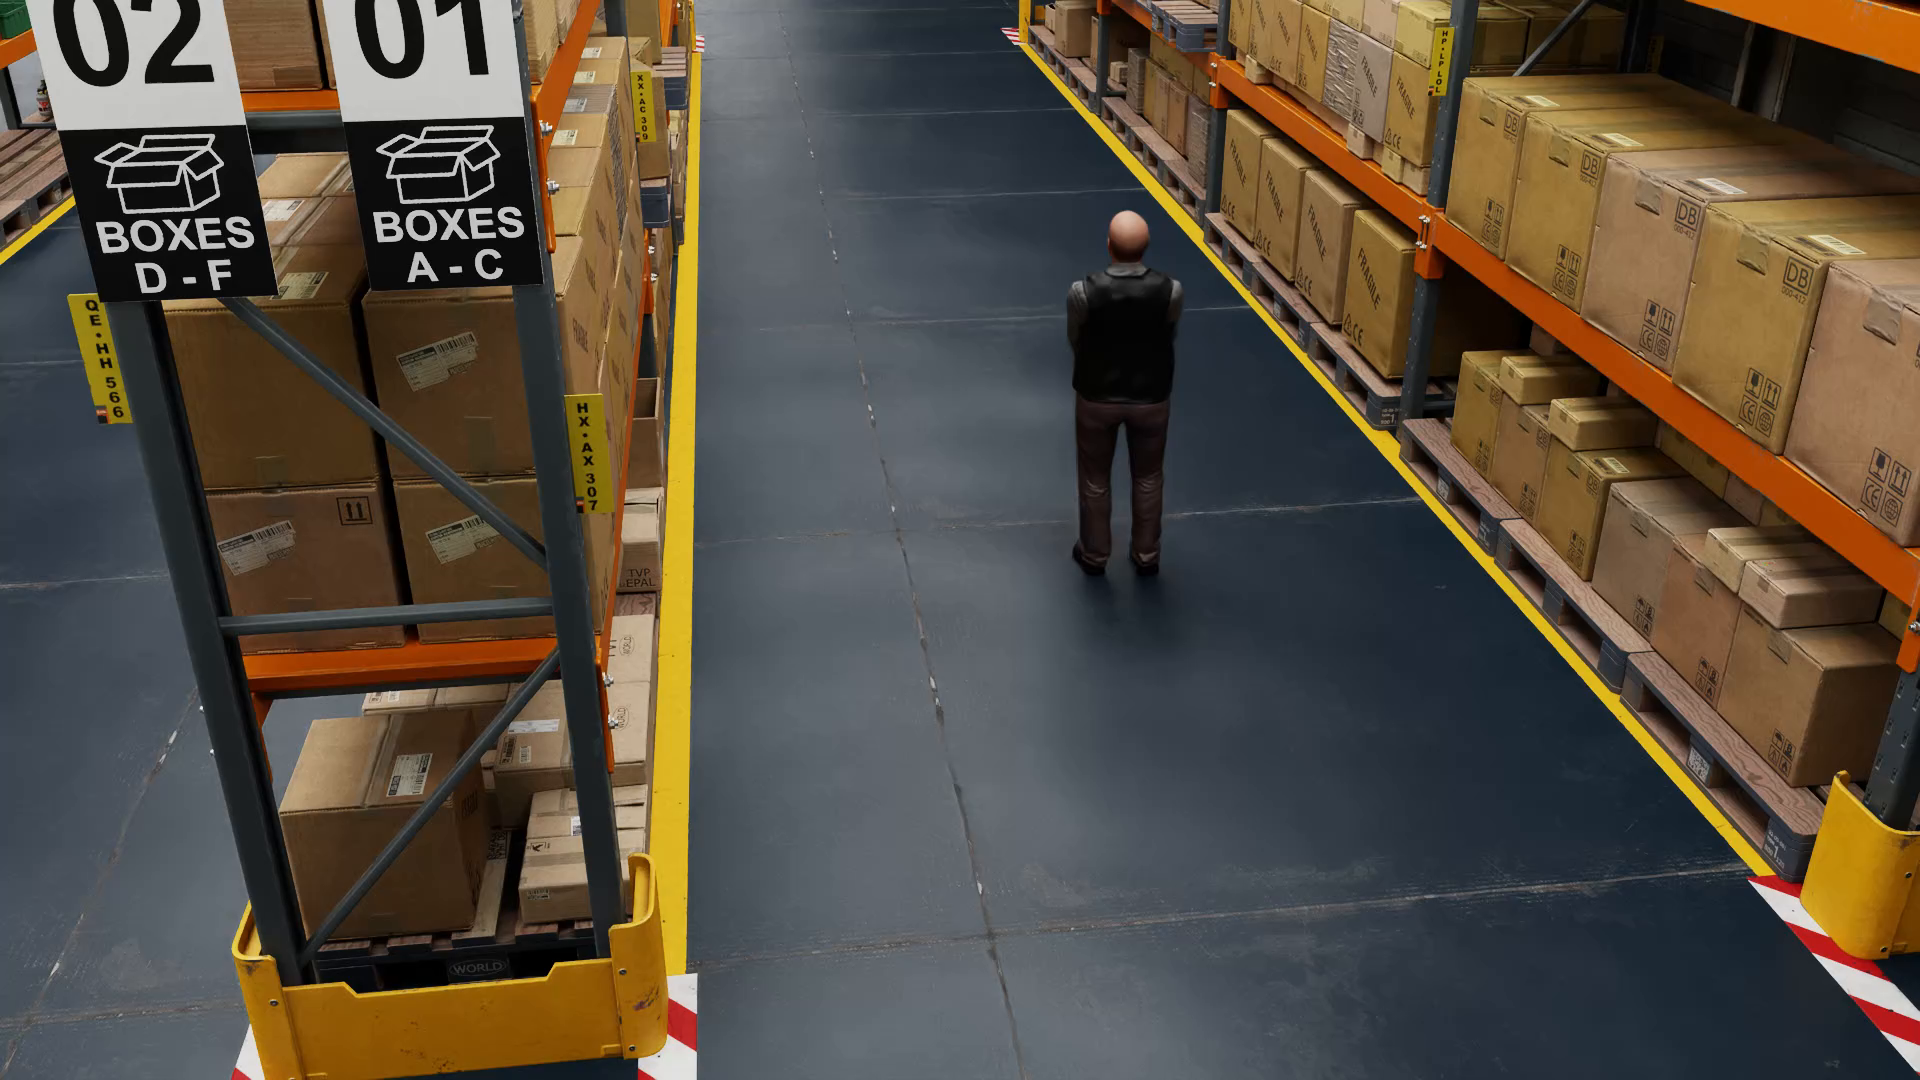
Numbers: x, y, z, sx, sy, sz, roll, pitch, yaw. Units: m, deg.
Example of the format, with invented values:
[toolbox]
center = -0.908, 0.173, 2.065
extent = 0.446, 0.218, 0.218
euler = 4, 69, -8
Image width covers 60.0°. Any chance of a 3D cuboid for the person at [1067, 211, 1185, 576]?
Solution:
[person]
center = 0.711, -0.634, 7.472
extent = 0.500, 1.648, 0.536
euler = 0, 27, 0
